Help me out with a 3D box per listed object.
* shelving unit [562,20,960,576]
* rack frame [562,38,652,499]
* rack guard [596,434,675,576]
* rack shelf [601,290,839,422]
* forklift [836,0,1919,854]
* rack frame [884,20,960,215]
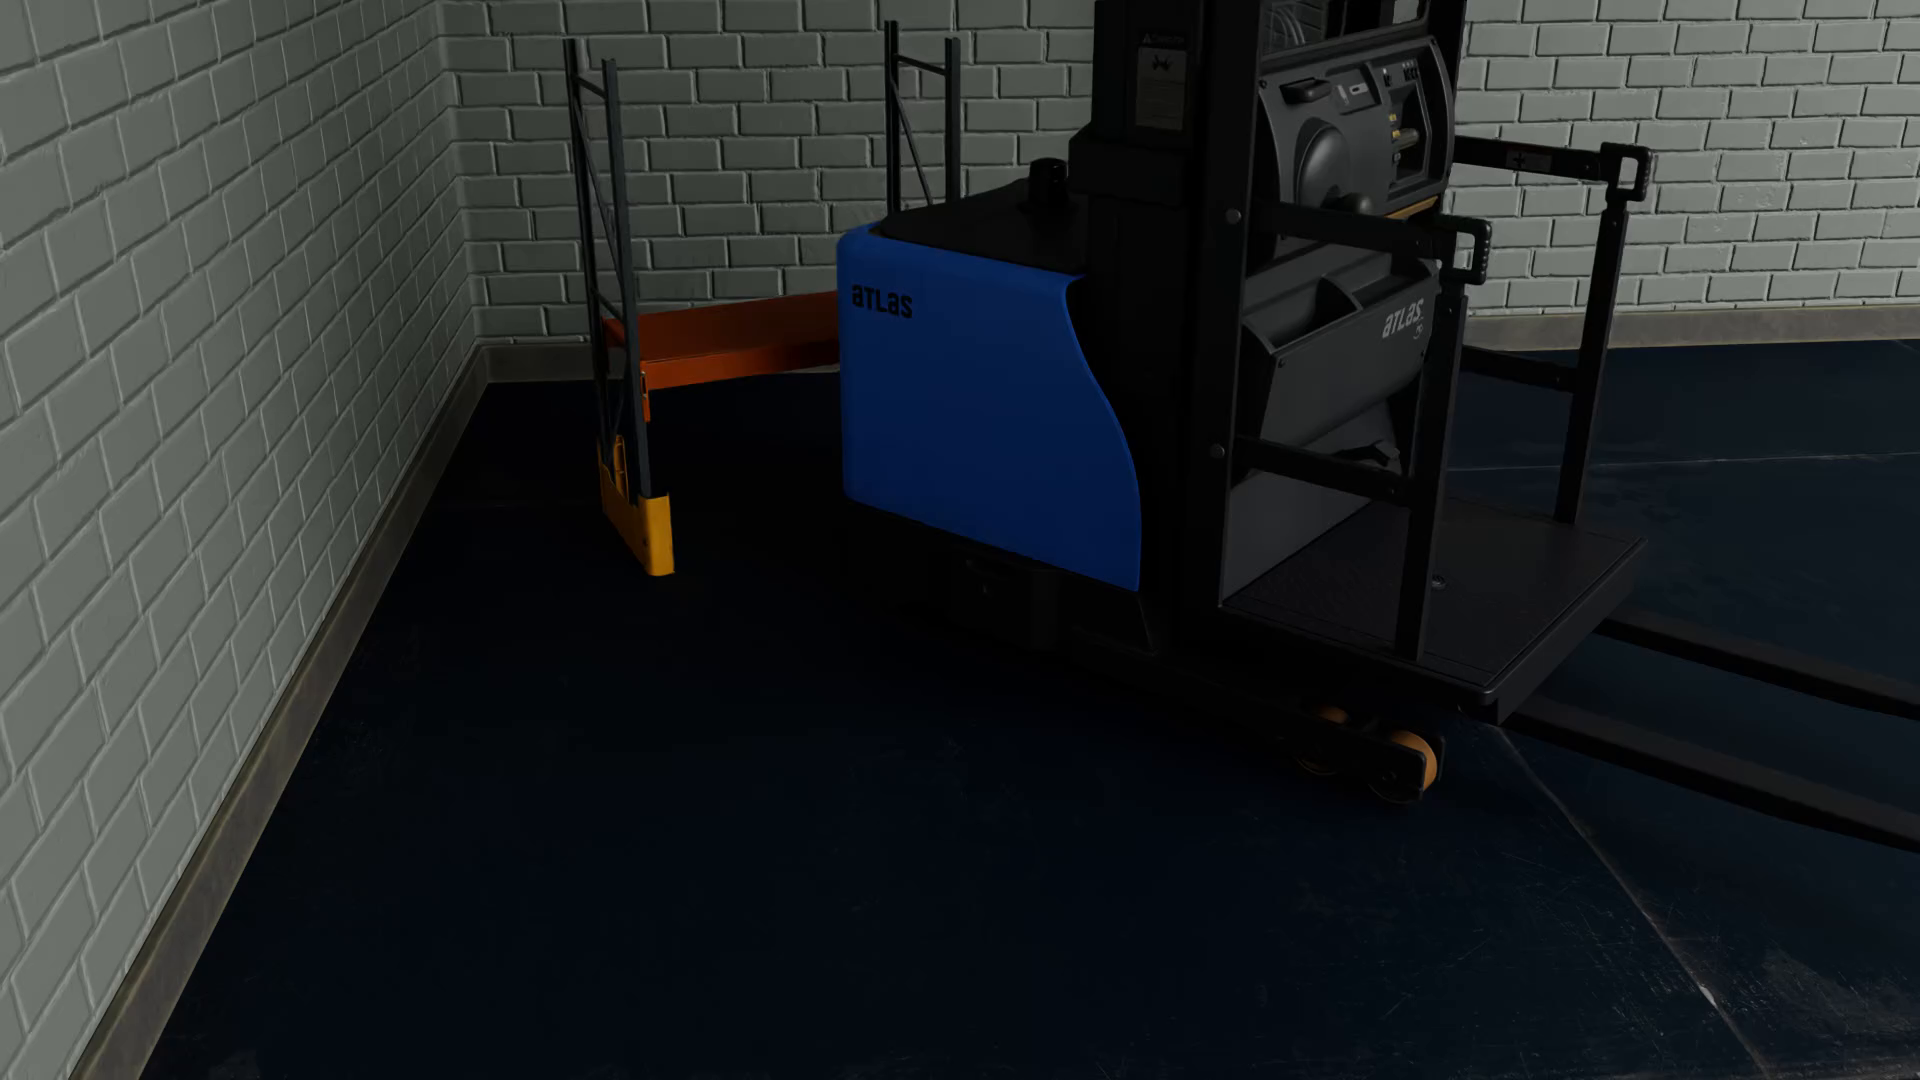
[{"bbox_3d":[-0.570,-0.775,5.147,1.083,1.500,0.587,-11,26,-23],"label":"shelving unit"},{"bbox_3d":[-1.038,-0.685,4.944,0.032,1.500,0.500,-11,26,-23],"label":"rack frame"},{"bbox_3d":[-1.020,-0.117,5.205,0.087,0.250,0.587,-11,26,-23],"label":"rack guard"},{"bbox_3d":[-0.578,-0.609,5.216,1.000,0.185,0.538,-11,26,-23],"label":"rack shelf"},{"bbox_3d":[1.116,-0.970,3.825,3.031,2.935,1.130,18,30,35],"label":"forklift"},{"bbox_3d":[-0.119,-0.862,5.342,0.032,1.500,0.500,-11,26,-23],"label":"rack frame"}]
